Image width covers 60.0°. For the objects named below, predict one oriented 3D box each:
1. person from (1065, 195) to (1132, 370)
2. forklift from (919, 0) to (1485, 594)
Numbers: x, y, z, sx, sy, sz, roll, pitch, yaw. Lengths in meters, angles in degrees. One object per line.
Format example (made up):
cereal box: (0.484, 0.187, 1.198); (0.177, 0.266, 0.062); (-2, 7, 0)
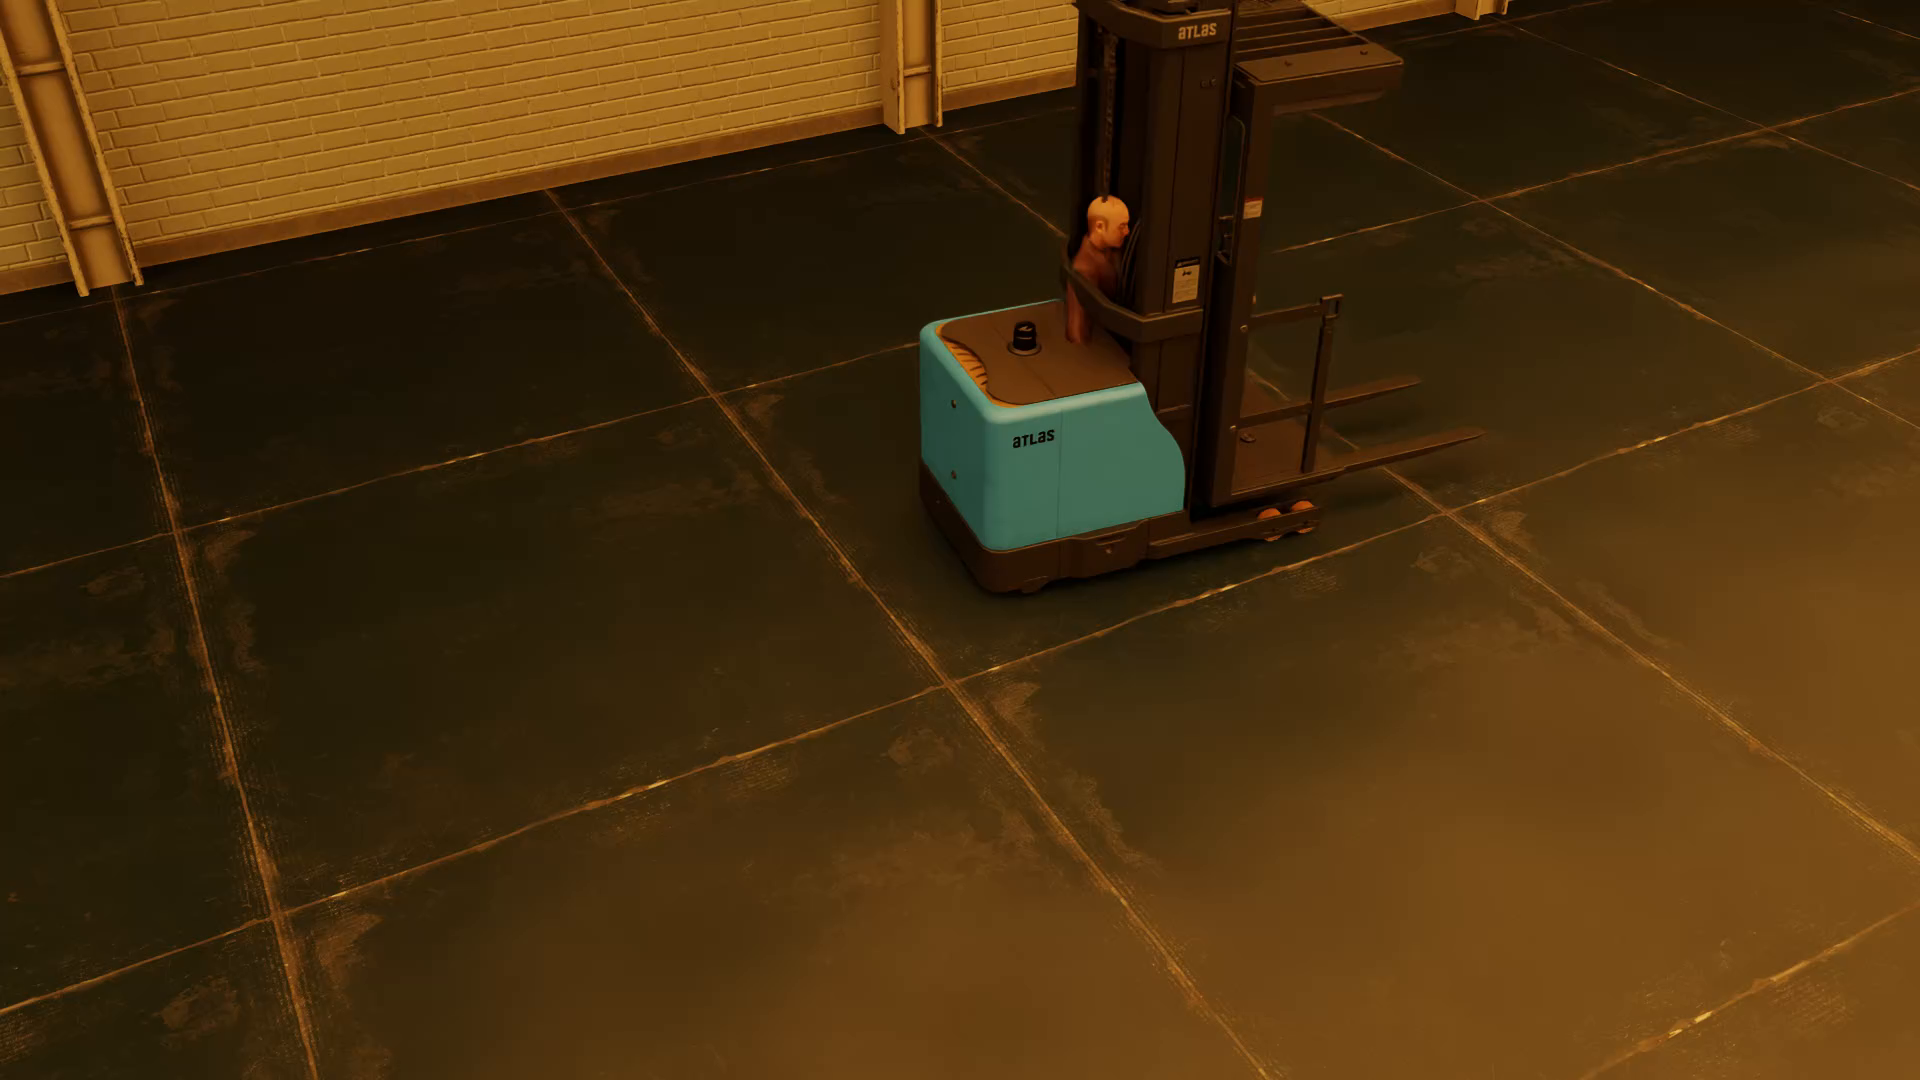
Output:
person: (0.817, -0.924, 8.504); (0.600, 1.720, 0.896); (14, 38, 19)
forklift: (1.352, -1.463, 8.193); (3.031, 2.935, 1.130); (-13, 37, -17)
